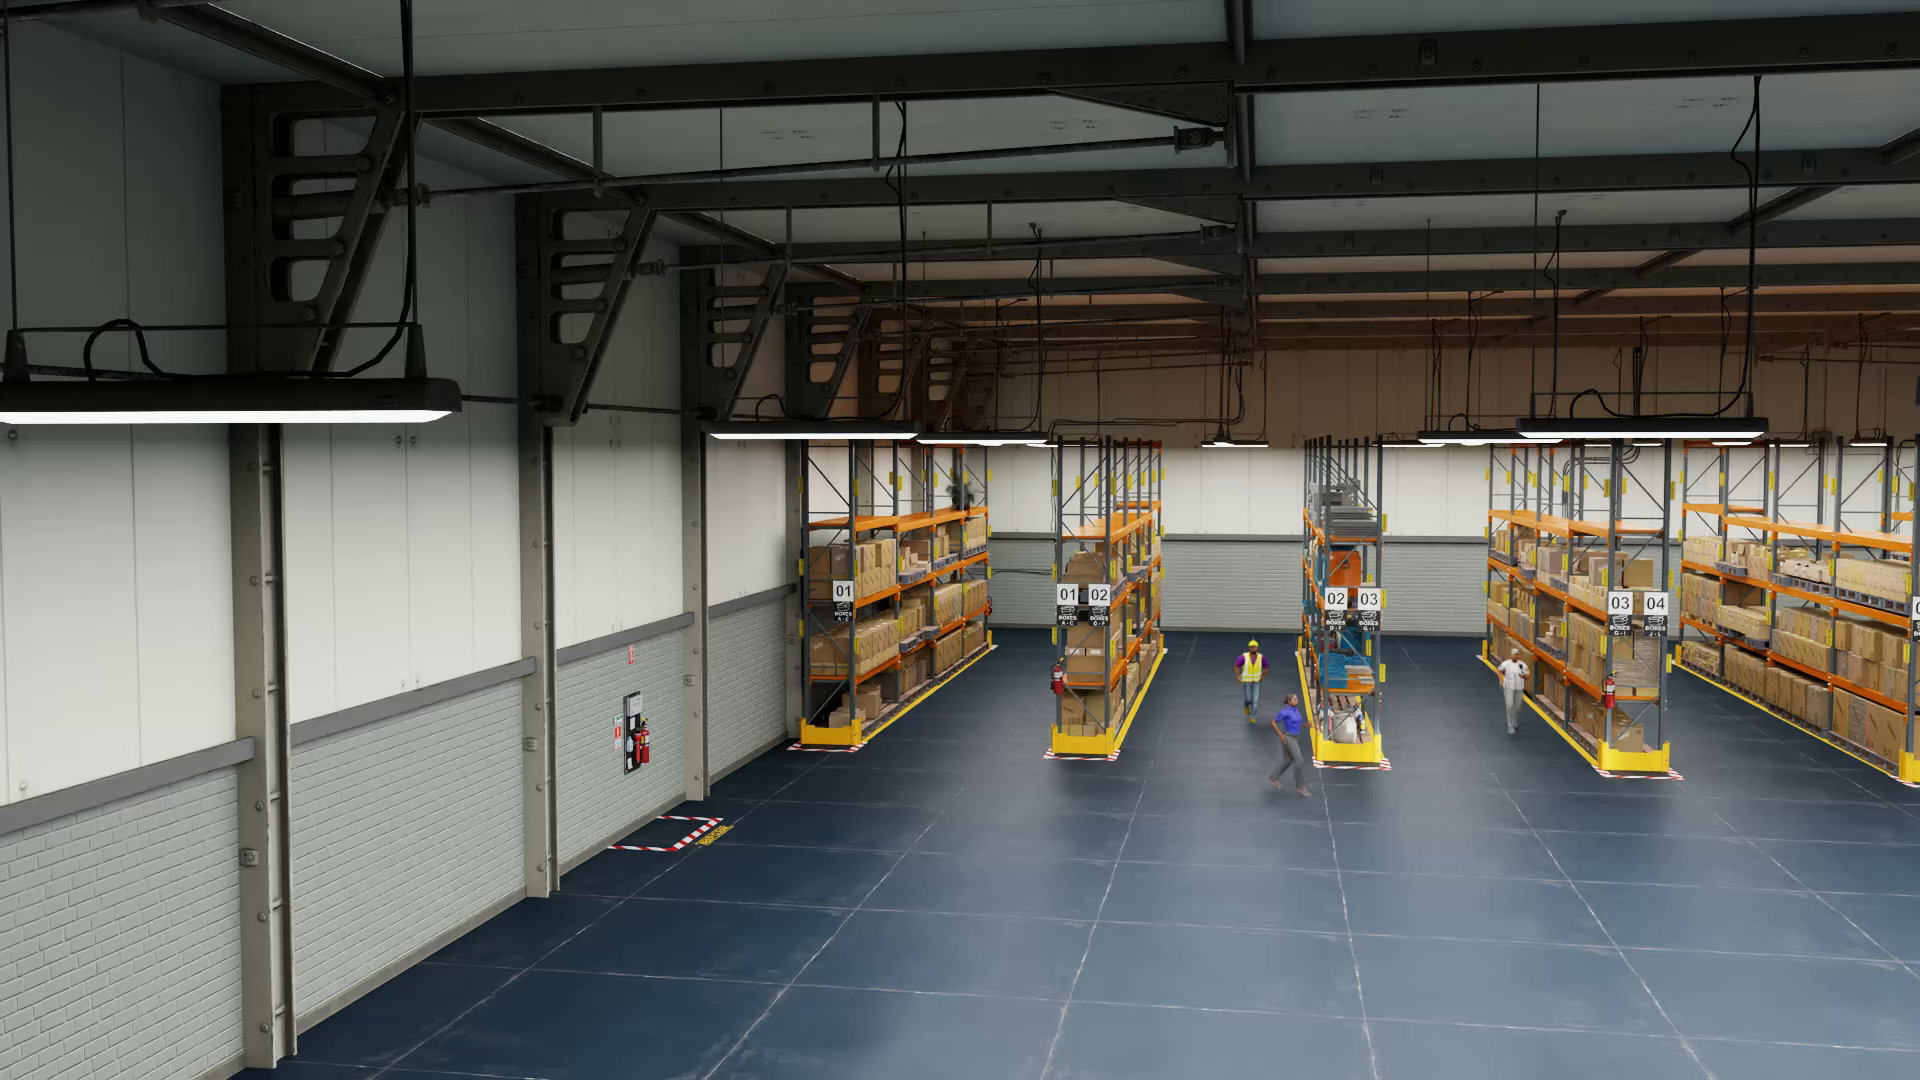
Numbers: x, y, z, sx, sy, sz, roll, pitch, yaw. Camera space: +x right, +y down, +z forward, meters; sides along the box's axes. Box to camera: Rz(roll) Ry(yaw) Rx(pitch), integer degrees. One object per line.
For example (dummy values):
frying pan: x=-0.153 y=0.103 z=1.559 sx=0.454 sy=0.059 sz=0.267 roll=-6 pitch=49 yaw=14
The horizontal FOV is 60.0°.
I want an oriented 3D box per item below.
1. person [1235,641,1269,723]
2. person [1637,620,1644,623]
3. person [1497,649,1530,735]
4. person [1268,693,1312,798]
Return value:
person: x=6.159 y=2.976 z=35.056 sx=0.722 sy=1.728 sz=0.603 roll=0 pitch=3 yaw=4
person: x=17.912 y=2.469 z=44.350 sx=0.733 sy=1.693 sz=0.516 roll=2 pitch=4 yaw=30
person: x=11.259 y=3.048 z=33.803 sx=0.585 sy=1.689 sz=0.865 roll=0 pitch=3 yaw=6
person: x=5.495 y=3.389 z=27.650 sx=0.807 sy=1.703 sz=0.554 roll=2 pitch=4 yaw=32
